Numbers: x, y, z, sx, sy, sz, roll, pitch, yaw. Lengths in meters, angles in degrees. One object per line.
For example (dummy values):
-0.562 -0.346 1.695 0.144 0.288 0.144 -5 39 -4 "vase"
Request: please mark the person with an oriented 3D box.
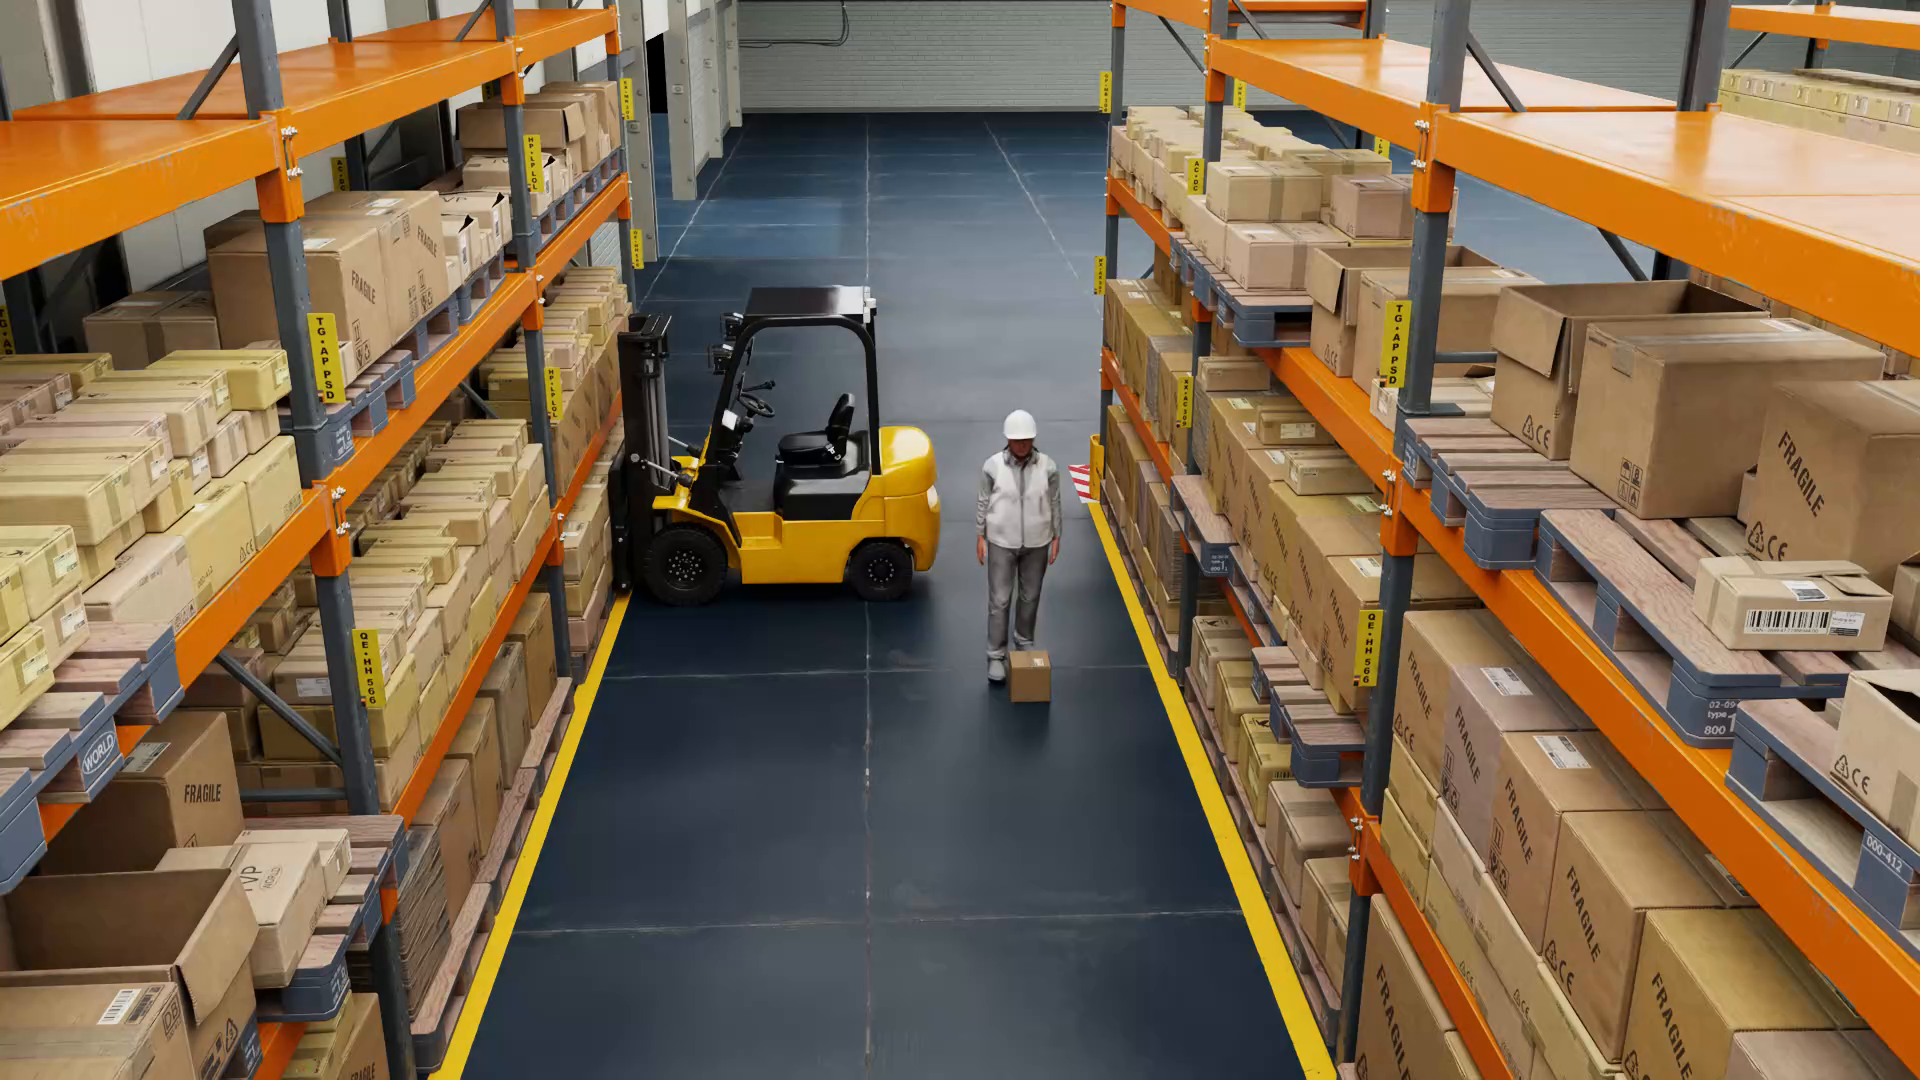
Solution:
0.402 0.024 10.956 0.568 1.776 0.544 -2 20 -6 "person"
